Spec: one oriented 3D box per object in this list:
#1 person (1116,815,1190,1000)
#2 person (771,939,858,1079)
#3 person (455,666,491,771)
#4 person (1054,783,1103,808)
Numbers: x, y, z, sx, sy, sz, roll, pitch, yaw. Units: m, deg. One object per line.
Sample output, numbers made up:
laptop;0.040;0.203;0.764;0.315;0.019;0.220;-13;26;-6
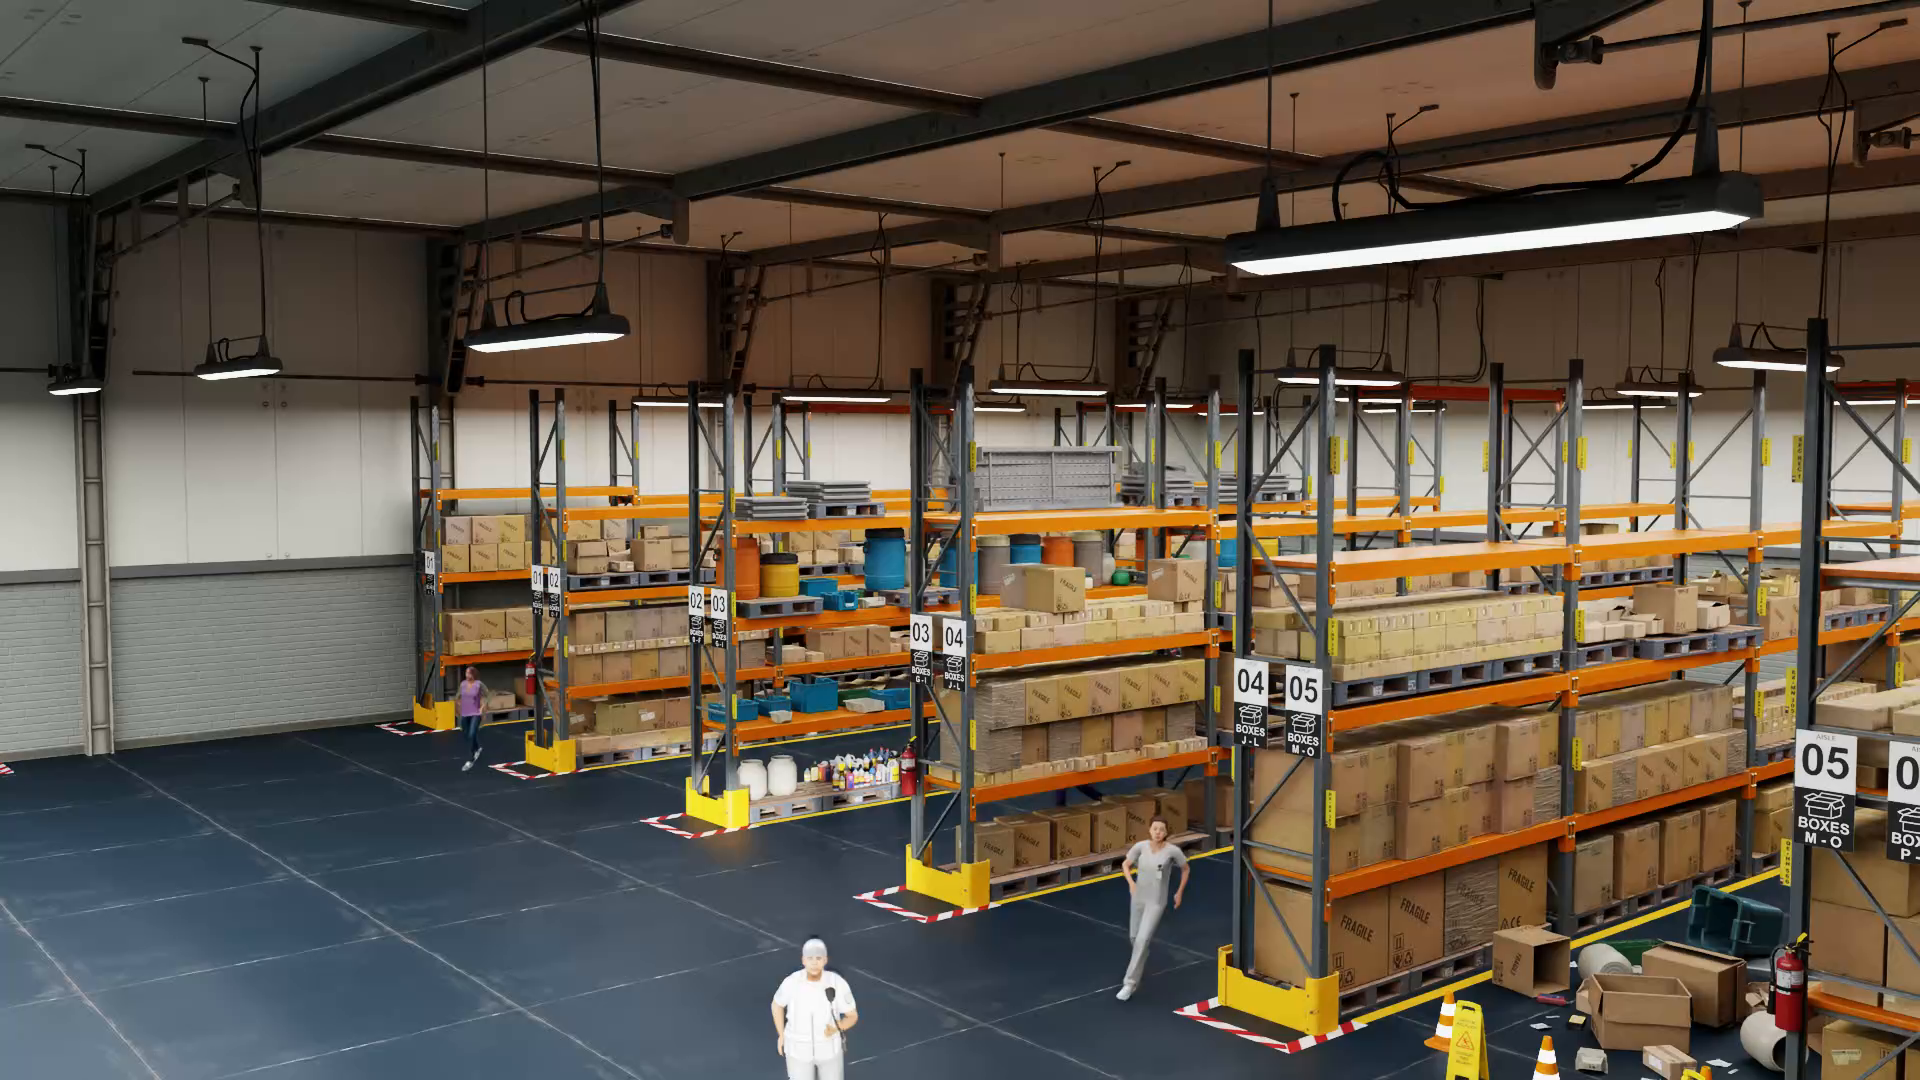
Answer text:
person;1.794;3.402;15.625;0.640;1.647;0.948;2;4;25
person;-1.032;3.640;11.795;0.619;1.640;0.877;0;3;-5
person;-7.760;2.849;26.417;0.549;1.515;0.775;1;3;11
person;1.551;2.993;22.776;0.899;1.624;0.615;-3;5;-44
